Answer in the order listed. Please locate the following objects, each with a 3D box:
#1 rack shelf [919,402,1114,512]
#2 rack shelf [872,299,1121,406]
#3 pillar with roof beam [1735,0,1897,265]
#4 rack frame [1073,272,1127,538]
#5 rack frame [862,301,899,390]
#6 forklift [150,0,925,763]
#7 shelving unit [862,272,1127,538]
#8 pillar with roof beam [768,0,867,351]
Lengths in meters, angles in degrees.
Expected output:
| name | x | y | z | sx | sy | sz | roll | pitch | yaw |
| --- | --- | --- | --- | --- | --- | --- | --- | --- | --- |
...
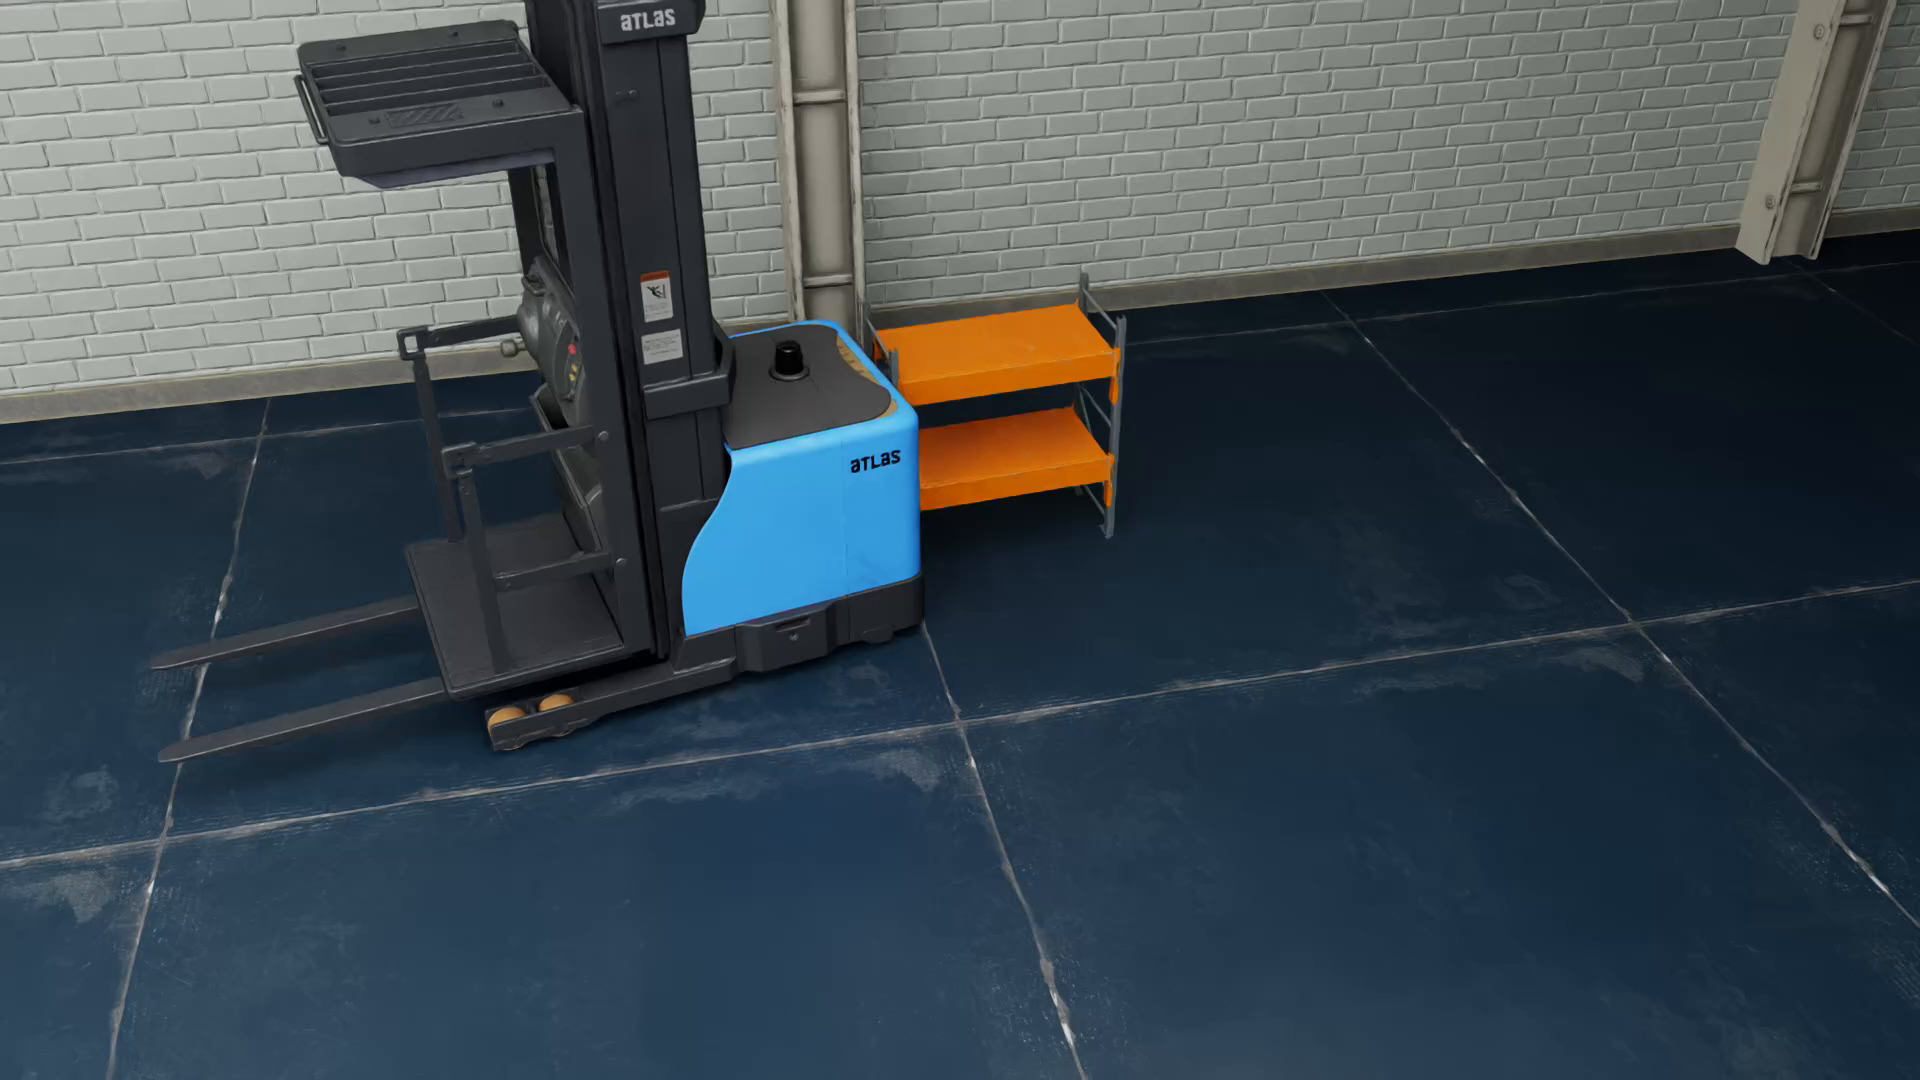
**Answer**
| name | x | y | z | sx | sy | sz | roll | pitch | yaw |
| --- | --- | --- | --- | --- | --- | --- | --- | --- | --- |
| rack shelf | 0.143 | -0.326 | 7.664 | 1.000 | 0.278 | 0.538 | -10 | 35 | -14 |
| rack shelf | 0.143 | -0.772 | 7.365 | 1.000 | 0.278 | 0.538 | -10 | 35 | -14 |
| pillar with roof beam | 6.065 | -3.205 | 4.451 | 0.400 | 9.000 | 9.100 | -7 | 35 | -11 |
| rack frame | 0.629 | -0.611 | 7.652 | 0.032 | 1.125 | 0.500 | -10 | 35 | -14 |
| rack frame | -0.343 | -0.446 | 7.405 | 0.032 | 1.125 | 0.500 | -10 | 35 | -14 |
| forklift | -1.713 | -0.730 | 6.207 | 3.031 | 2.935 | 1.130 | -14 | 36 | -20 |
| shelving unit | 0.143 | -0.529 | 7.528 | 1.048 | 1.125 | 0.538 | -10 | 35 | -14 |
| pillar with roof beam | 0.213 | -2.468 | 3.352 | 0.400 | 9.000 | 9.100 | -7 | 35 | -11 |
